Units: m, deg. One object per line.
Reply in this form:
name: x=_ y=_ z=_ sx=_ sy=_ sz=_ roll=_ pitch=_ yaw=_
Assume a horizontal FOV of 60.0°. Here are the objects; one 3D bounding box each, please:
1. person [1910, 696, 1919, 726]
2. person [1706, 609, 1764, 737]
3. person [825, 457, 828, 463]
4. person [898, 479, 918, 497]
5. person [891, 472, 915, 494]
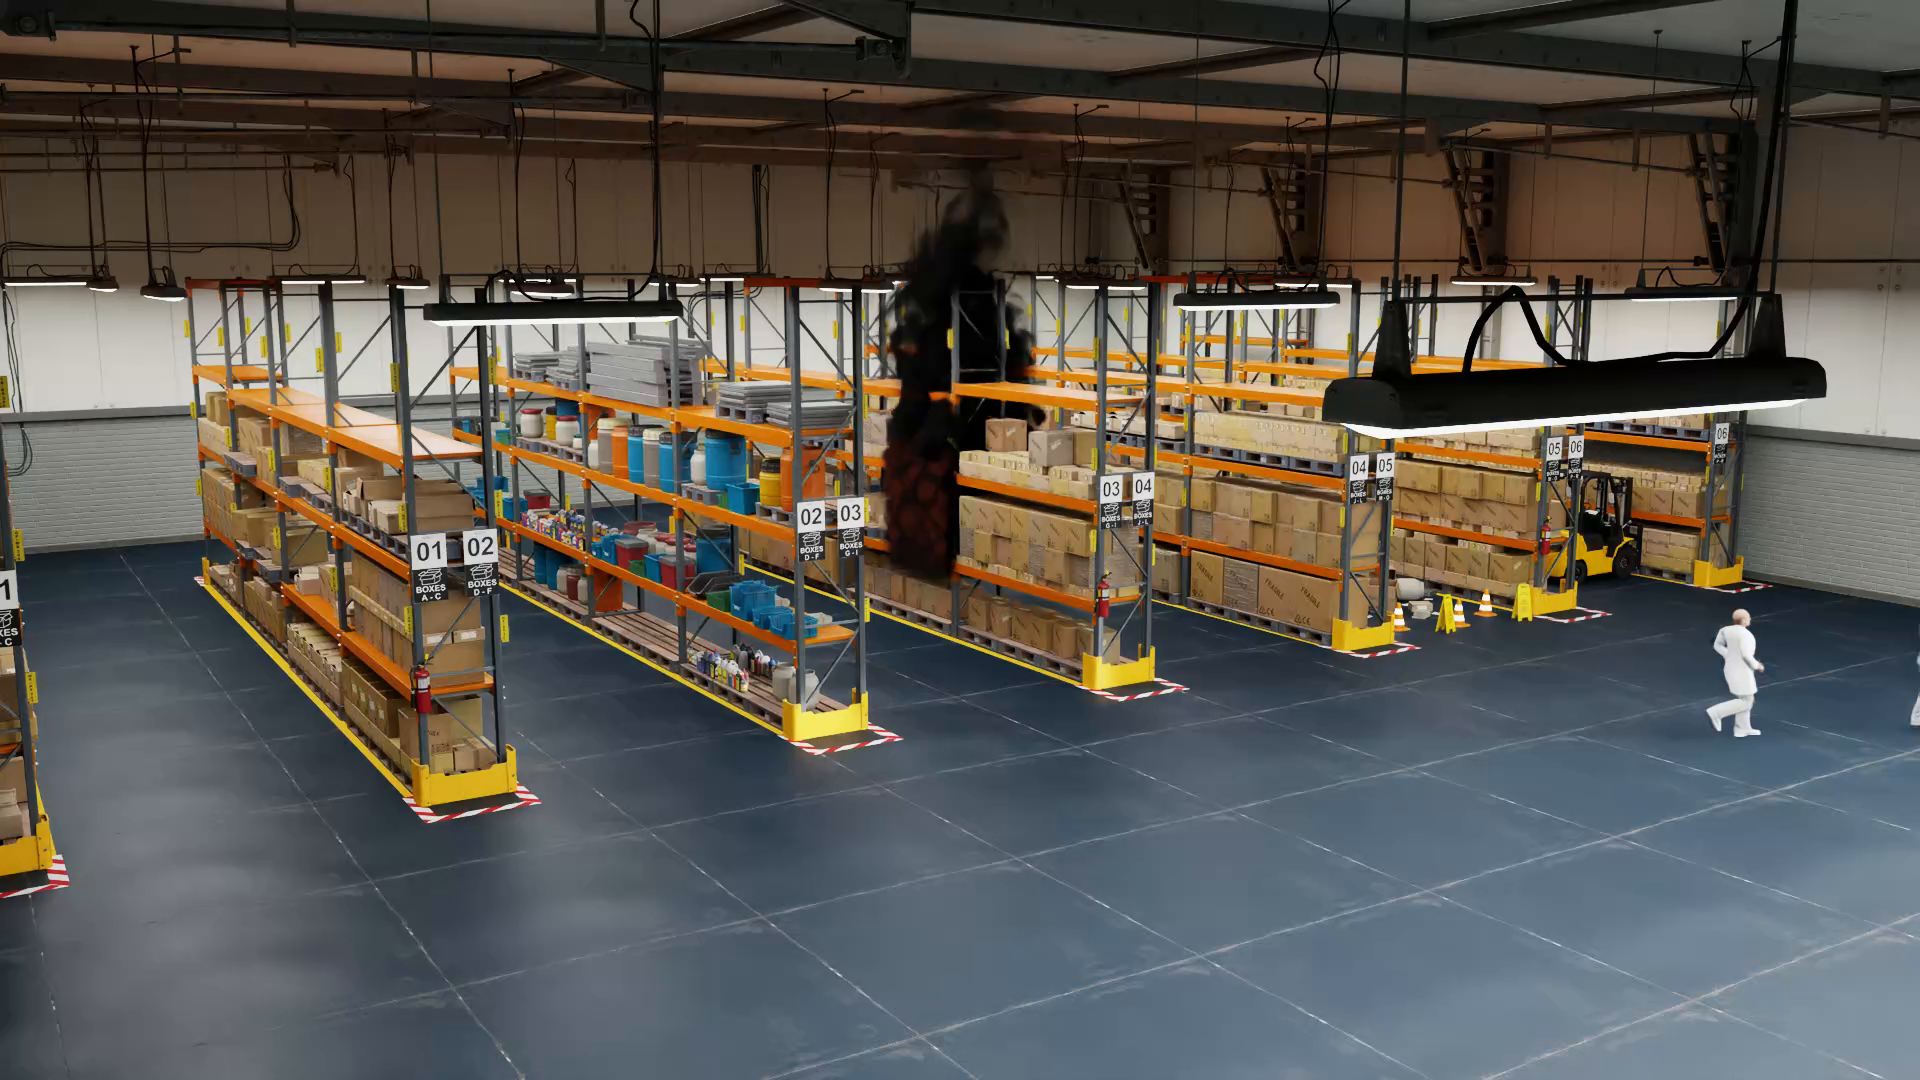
person: x=13.327 y=1.710 z=22.524 sx=0.702 sy=1.805 sz=0.671 roll=0 pitch=10 yaw=0
person: x=10.375 y=1.779 z=22.182 sx=0.754 sy=1.743 sz=0.702 roll=-1 pitch=10 yaw=-6
person: x=-3.373 y=-1.179 z=39.881 sx=0.736 sy=1.704 sz=0.713 roll=1 pitch=10 yaw=8
person: x=-1.058 y=-0.392 z=33.960 sx=0.498 sy=1.673 sz=0.755 roll=-8 pitch=12 yaw=-39
person: x=-1.289 y=-0.685 z=36.980 sx=0.692 sy=1.742 sz=0.729 roll=-7 pitch=12 yaw=-37
